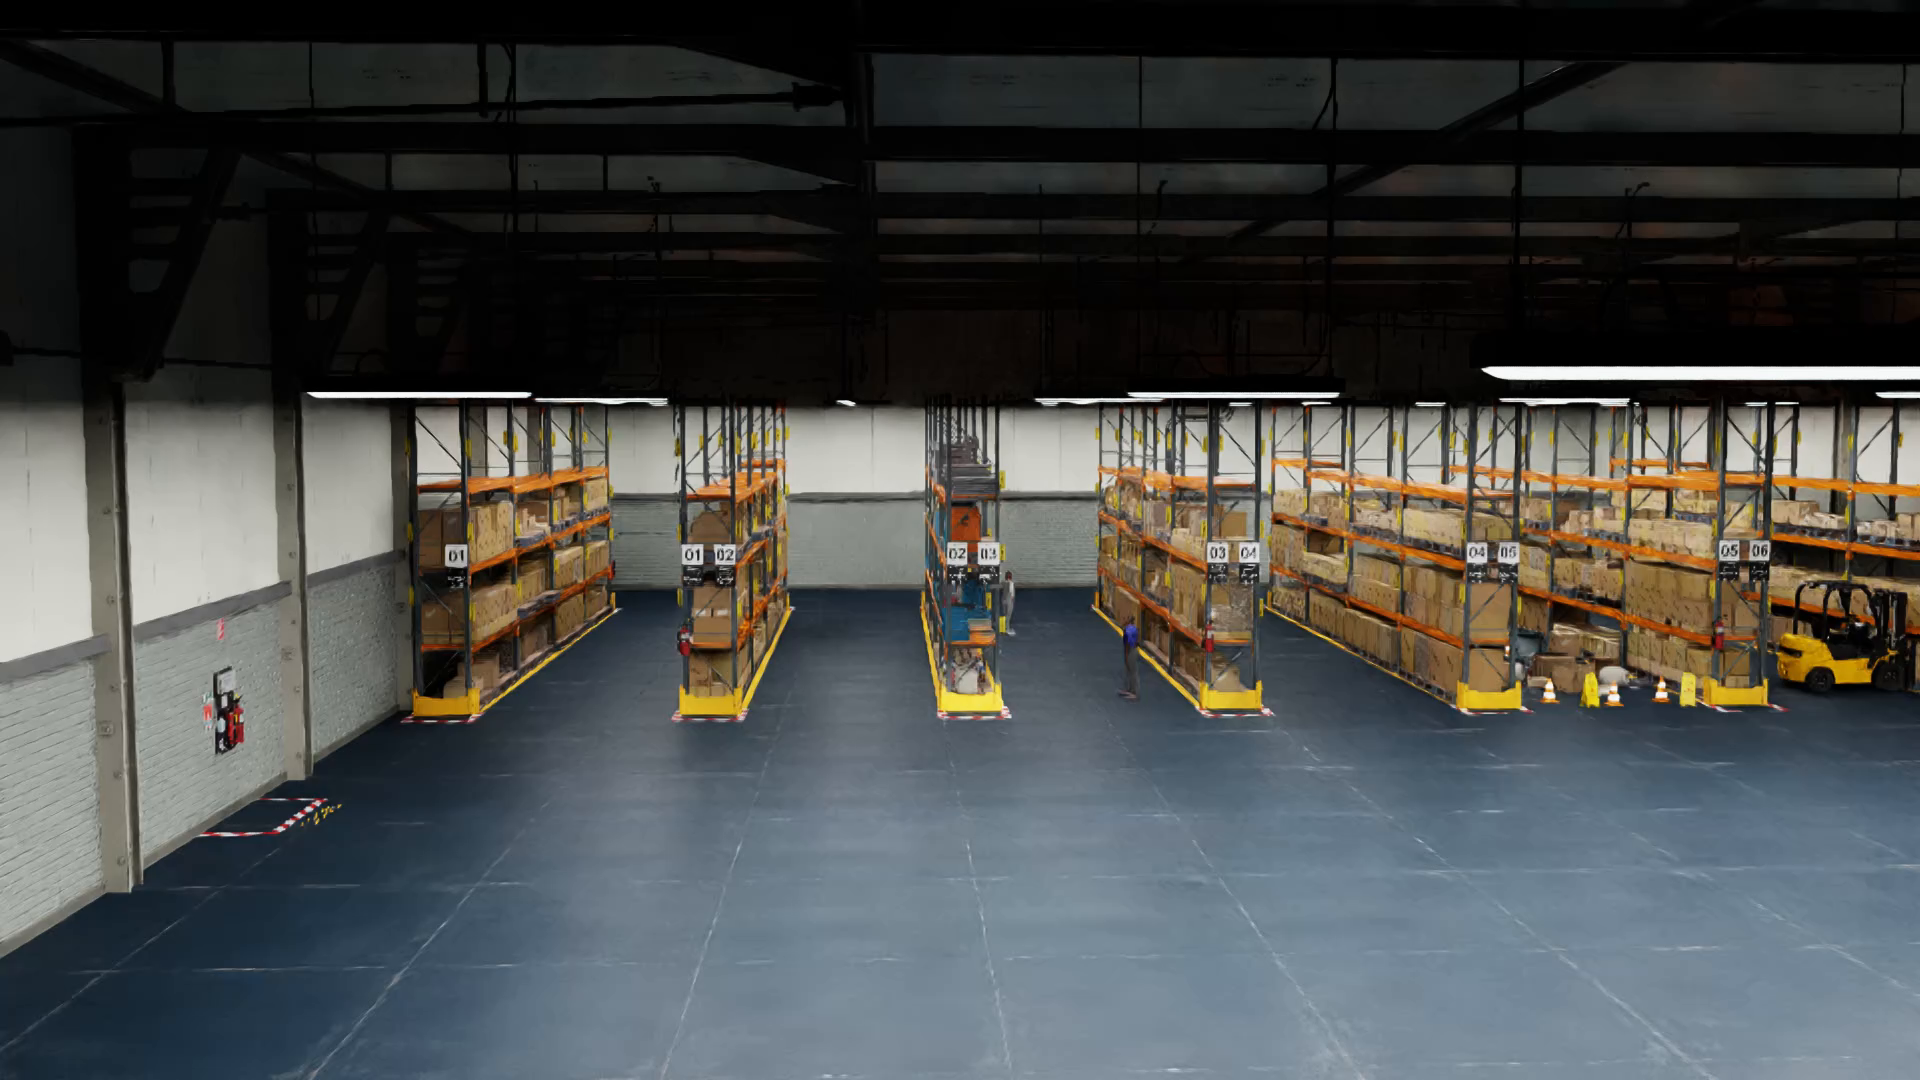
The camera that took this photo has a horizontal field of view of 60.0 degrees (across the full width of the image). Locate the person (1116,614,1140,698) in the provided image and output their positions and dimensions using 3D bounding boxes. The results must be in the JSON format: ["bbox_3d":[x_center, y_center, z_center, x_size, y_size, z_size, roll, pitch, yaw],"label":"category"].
[{"bbox_3d":[3.348,2.277,33.011,0.571,1.654,0.641,2,5,25],"label":"person"}]

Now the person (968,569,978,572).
[{"bbox_3d":[0.310,1.058,48.861,0.635,1.606,0.752,-2,5,-25],"label":"person"}]

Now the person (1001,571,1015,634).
[{"bbox_3d":[1.250,1.580,42.269,0.406,1.589,0.463,-3,5,-33],"label":"person"}]

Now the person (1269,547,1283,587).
[{"bbox_3d":[9.388,0.958,49.044,0.460,1.762,0.690,-3,5,-35],"label":"person"}]
